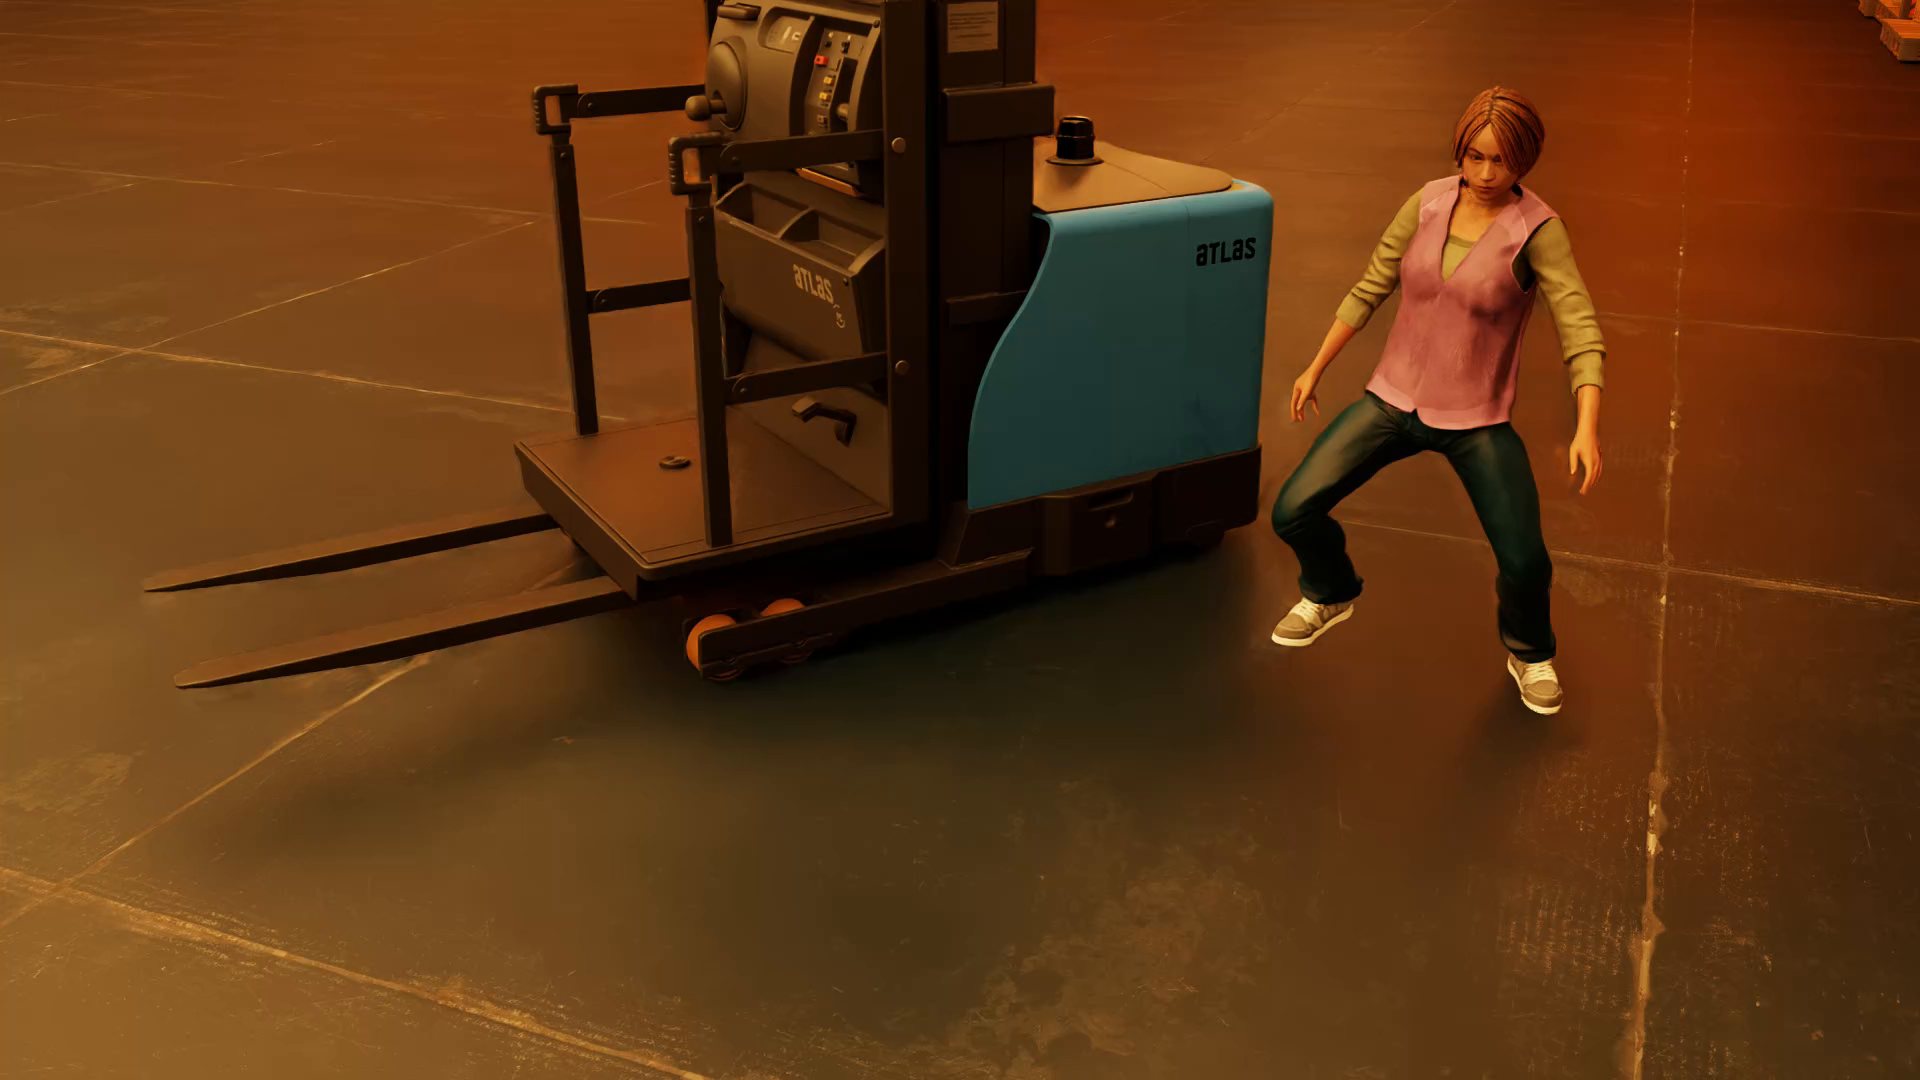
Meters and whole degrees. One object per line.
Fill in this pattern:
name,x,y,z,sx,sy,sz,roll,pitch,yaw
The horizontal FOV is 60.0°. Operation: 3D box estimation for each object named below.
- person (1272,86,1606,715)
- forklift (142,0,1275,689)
person,1.153,-0.300,3.931,0.803,1.482,0.562,17,28,35
forklift,-0.622,-1.225,4.224,3.031,2.935,1.130,-13,26,-28
